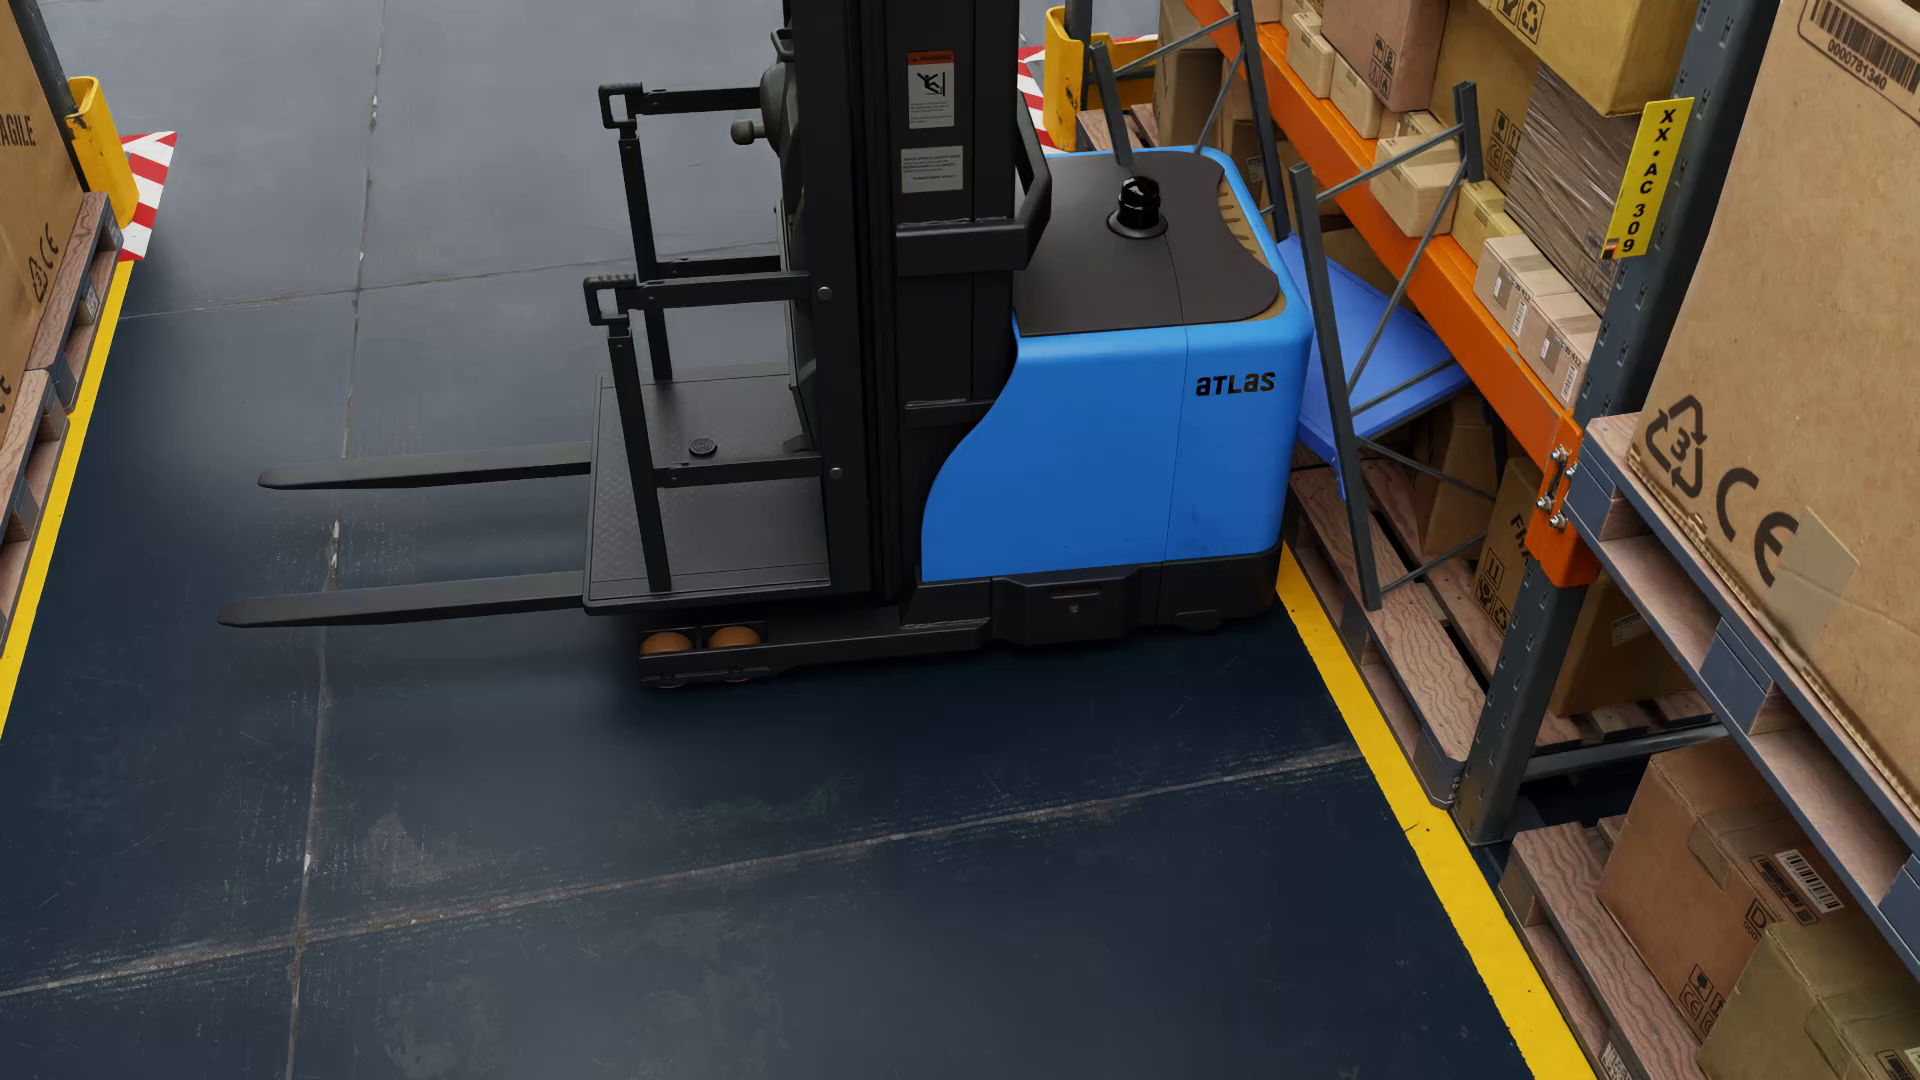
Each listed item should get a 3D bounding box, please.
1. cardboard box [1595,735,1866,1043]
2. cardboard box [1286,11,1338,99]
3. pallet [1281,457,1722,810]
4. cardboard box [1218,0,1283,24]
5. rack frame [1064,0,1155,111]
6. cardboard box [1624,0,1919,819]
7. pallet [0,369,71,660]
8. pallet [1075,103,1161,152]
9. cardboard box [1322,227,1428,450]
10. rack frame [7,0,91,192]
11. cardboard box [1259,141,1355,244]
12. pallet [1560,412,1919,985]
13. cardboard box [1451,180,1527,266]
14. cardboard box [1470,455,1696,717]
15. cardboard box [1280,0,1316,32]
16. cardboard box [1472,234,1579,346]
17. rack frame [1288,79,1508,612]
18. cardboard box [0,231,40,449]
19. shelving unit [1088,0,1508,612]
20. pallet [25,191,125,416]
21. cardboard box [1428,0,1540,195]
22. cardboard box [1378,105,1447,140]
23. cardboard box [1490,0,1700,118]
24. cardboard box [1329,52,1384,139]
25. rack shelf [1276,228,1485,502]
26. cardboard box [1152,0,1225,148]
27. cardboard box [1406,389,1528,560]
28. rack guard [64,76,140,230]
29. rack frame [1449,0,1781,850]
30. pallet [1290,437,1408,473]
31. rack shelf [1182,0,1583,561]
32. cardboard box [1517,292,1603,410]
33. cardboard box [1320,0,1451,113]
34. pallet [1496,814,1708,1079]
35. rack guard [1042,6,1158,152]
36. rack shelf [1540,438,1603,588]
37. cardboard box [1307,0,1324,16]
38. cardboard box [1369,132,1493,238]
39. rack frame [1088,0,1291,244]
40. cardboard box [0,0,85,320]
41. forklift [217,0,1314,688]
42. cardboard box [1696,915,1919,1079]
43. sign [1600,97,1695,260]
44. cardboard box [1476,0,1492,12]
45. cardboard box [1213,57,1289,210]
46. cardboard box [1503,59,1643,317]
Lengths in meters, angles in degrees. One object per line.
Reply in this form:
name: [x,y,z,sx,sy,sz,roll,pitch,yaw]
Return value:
cardboard box: [1.917,0.745,3.702,0.700,0.500,0.500,-11,43,-13]
cardboard box: [1.163,-1.404,4.761,0.380,0.149,0.250,-8,42,-9]
pallet: [1.626,0.187,4.881,1.003,0.211,1.213,-8,42,-9]
cardboard box: [1.000,-1.720,5.117,0.380,0.149,0.250,-8,42,-9]
rack frame: [0.942,-3.019,6.391,1.000,3.000,0.127,-8,42,-9]
cardboard box: [1.840,-0.272,2.529,1.000,1.000,1.000,-8,42,-9]
pallet: [-3.414,-0.034,5.130,1.003,0.211,1.213,-8,42,-9]
pallet: [1.099,-1.395,6.663,1.003,0.211,1.213,-8,42,-9]
cardboard box: [1.417,-0.675,5.317,0.500,0.500,0.500,-12,43,-13]
rack frame: [-3.923,-2.374,5.664,1.000,3.000,0.127,-8,42,-9]
cardboard box: [1.340,-1.043,5.732,0.500,0.500,0.500,-5,42,-5]
pallet: [1.829,0.162,2.952,1.003,0.211,1.213,-8,42,-9]
cardboard box: [1.432,-0.763,4.040,0.380,0.149,0.250,-8,42,-9]
cardboard box: [1.758,0.087,4.459,0.500,0.500,0.500,-10,42,-11]
cardboard box: [1.184,-1.577,4.956,0.380,0.149,0.250,-8,42,-9]
cardboard box: [1.427,-0.593,3.847,0.380,0.149,0.250,-8,42,-9]
rack frame: [1.187,-0.414,4.331,0.500,1.500,0.032,-27,39,-9]
cardboard box: [-3.520,-0.736,5.104,0.875,0.875,0.875,-9,42,-10]
shelving unit: [0.986,-0.671,4.721,0.538,1.500,1.048,-27,39,-9]
pallet: [-3.674,-0.824,6.019,1.003,0.211,1.213,-8,42,-9]
cardboard box: [1.695,-1.204,4.048,0.875,0.500,0.500,-8,42,-9]
cardboard box: [1.344,-1.090,4.408,0.380,0.149,0.250,-8,42,-9]
cardboard box: [1.440,-1.201,3.291,0.500,0.500,0.500,-8,42,-9]
cardboard box: [1.251,-1.247,4.584,0.380,0.149,0.250,-8,42,-9]
rack shelf: [1.035,-0.539,4.834,0.538,0.185,1.000,-27,39,-9]
cardboard box: [1.061,-1.834,6.623,0.500,0.500,0.500,-1,42,-1]
cardboard box: [1.627,-0.283,4.876,0.500,0.500,0.500,4,42,4]
rack guard: [-3.928,-1.454,6.512,1.175,0.500,0.348,-8,42,-9]
rack frame: [1.806,-0.426,3.470,1.000,3.000,0.127,-8,42,-9]
pallet: [1.359,-0.606,5.773,1.003,0.211,1.213,-8,42,-9]
rack shelf: [1.374,-1.453,5.170,1.077,0.370,4.000,-8,42,-9]
cardboard box: [1.472,-0.429,3.663,0.380,0.149,0.250,-8,42,-9]
cardboard box: [1.489,-1.514,4.397,0.875,0.500,0.500,-8,42,-9]
pallet: [1.975,1.121,3.828,1.003,0.211,1.213,-8,42,-9]
rack guard: [0.959,-2.035,7.166,1.175,0.500,0.348,-8,42,-9]
rack shelf: [2.237,1.139,2.249,1.077,0.370,4.000,-8,42,-9]
cardboard box: [1.421,-1.844,4.768,0.875,0.500,0.500,-8,42,-9]
cardboard box: [1.269,-0.909,4.204,0.380,0.149,0.250,-8,42,-9]
rack frame: [0.786,-0.928,5.112,0.500,1.500,0.032,-27,39,-9]
cardboard box: [-3.712,-1.306,5.746,0.875,0.875,0.875,-8,42,-9]
forklift: [-0.620,-1.044,4.218,3.031,2.935,1.130,-5,42,-5]
cardboard box: [2.002,1.057,3.351,0.700,0.500,0.500,-9,42,-10]
sign: [1.277,-0.667,3.090,0.100,0.325,0.005,-8,42,-9]
cardboard box: [1.331,-1.525,3.656,0.500,0.500,0.500,-8,42,-9]
cardboard box: [1.223,-1.451,6.192,0.500,0.500,0.500,2,42,2]
cardboard box: [1.769,-0.875,3.677,0.875,0.500,0.500,-8,42,-9]
